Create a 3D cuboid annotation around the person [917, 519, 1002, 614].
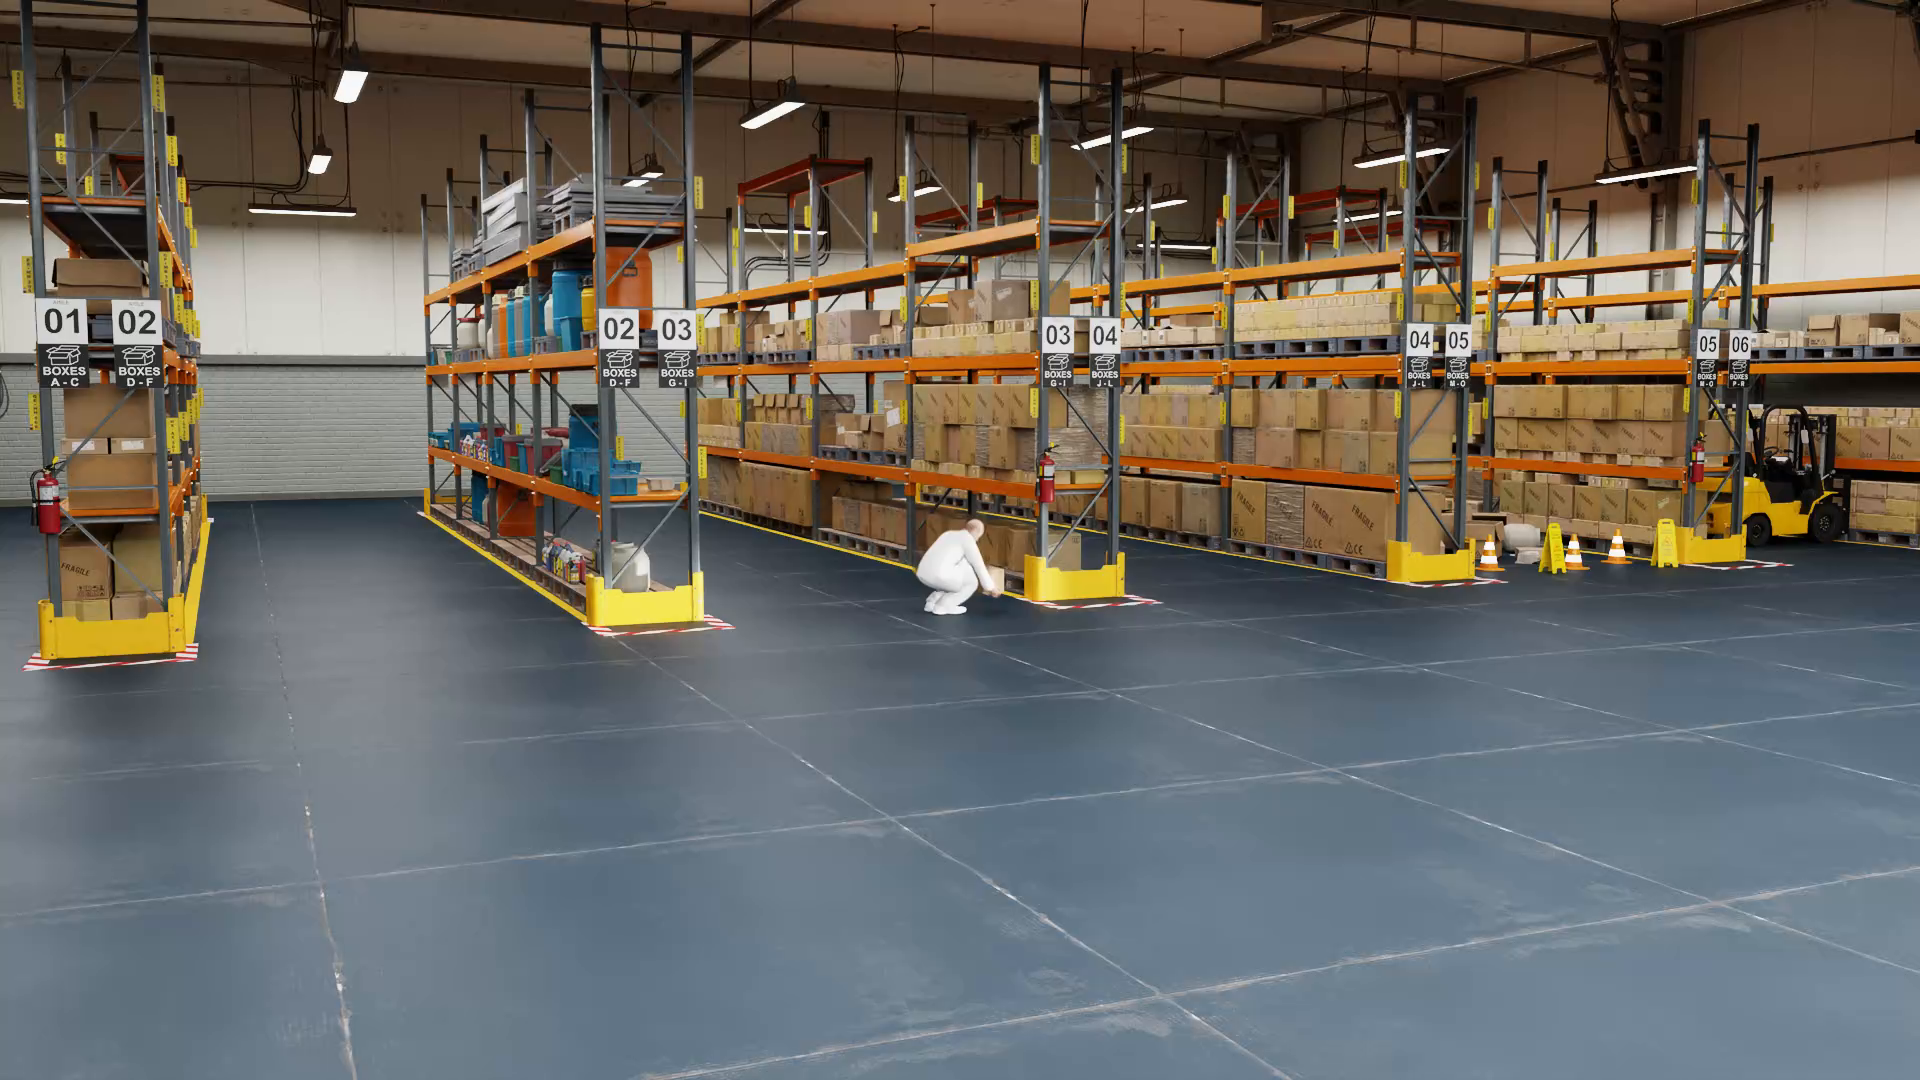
[{"bbox_3d":[-0.029,0.285,17.933,0.917,0.987,0.604,-2,6,-24],"label":"person"}]
